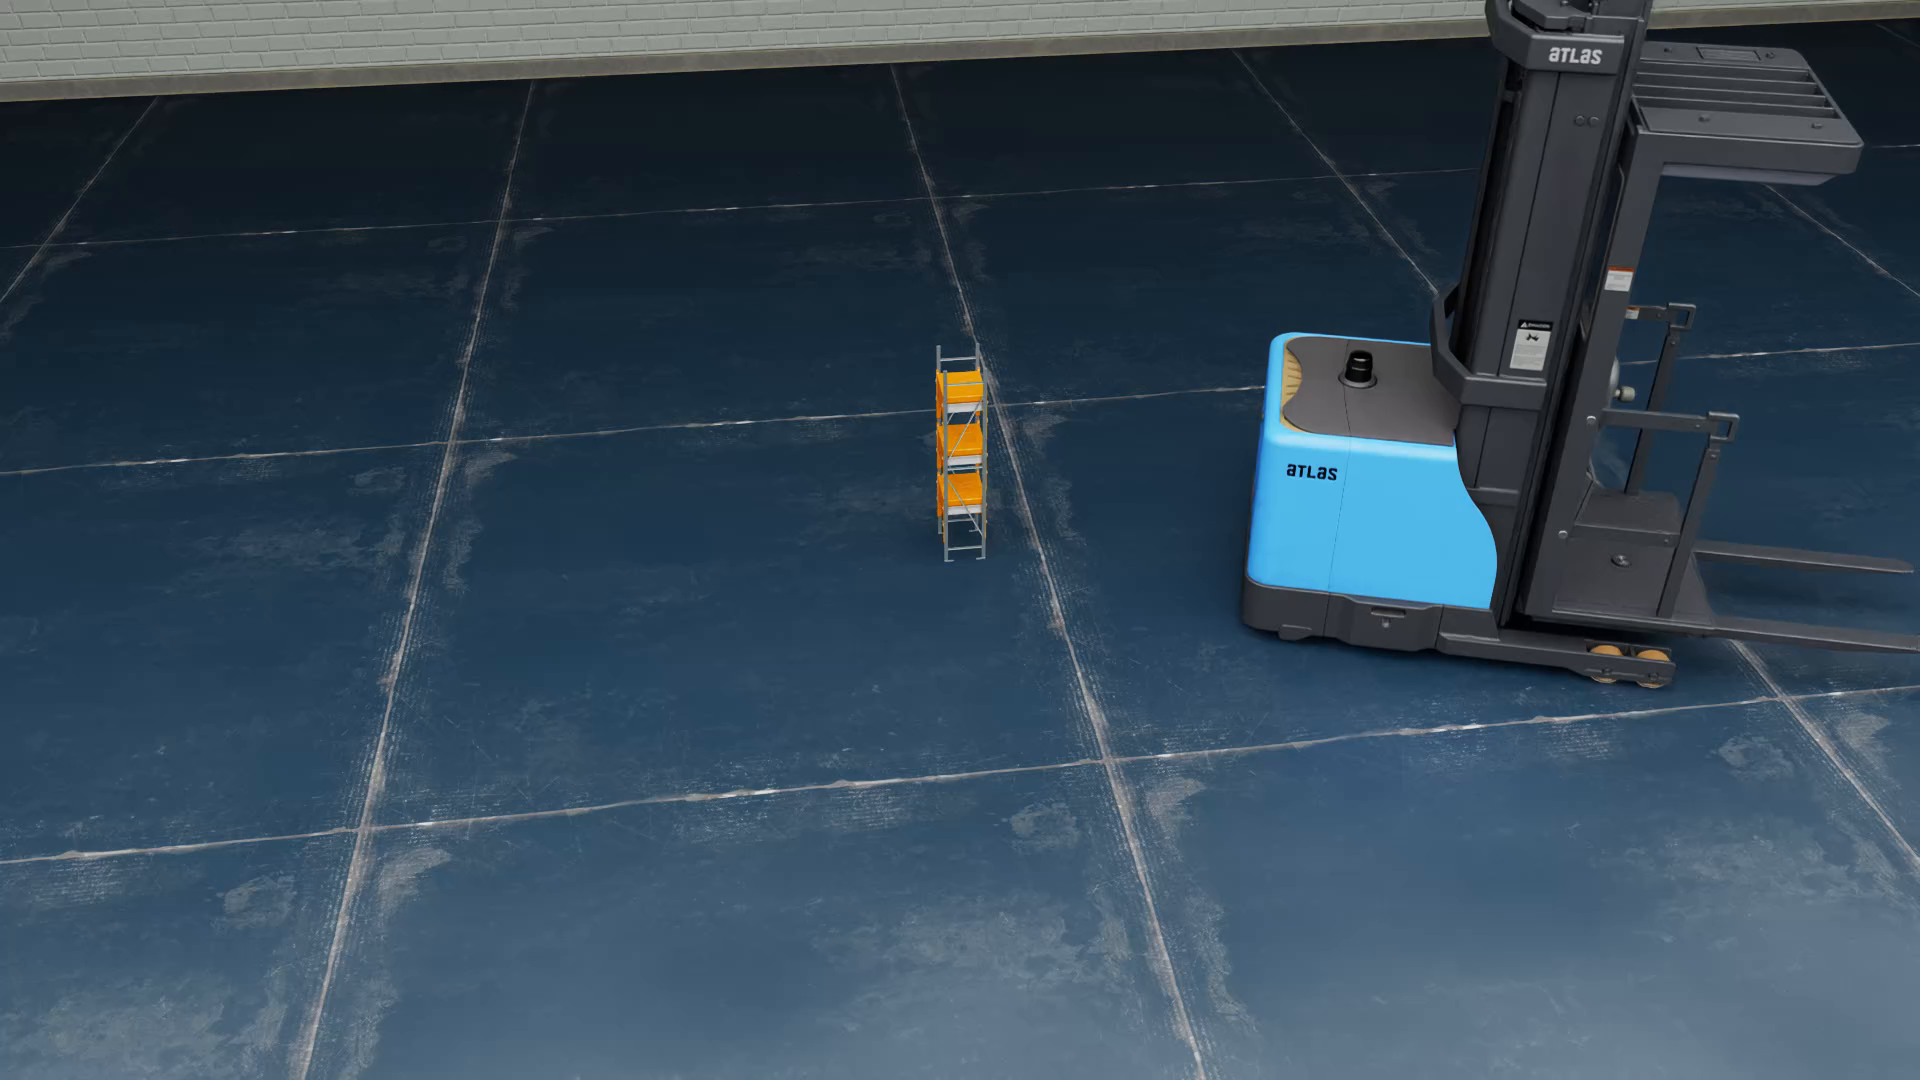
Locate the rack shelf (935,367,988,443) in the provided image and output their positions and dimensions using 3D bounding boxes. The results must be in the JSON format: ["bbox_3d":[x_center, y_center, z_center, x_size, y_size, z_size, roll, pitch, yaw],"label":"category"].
[{"bbox_3d":[0.007,-0.630,7.757,0.215,0.259,0.240,-4,35,-6],"label":"rack shelf"}]

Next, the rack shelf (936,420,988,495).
[{"bbox_3d":[0.007,-0.395,7.916,0.215,0.259,0.240,-4,35,-6],"label":"rack shelf"}]

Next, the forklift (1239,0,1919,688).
[{"bbox_3d":[2.848,-0.888,6.950,3.031,2.935,1.130,6,35,9],"label":"forklift"}]

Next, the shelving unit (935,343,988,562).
[{"bbox_3d":[0.007,-0.404,7.911,0.215,1.050,0.252,-4,35,-6],"label":"shelving unit"}]

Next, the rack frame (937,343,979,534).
[{"bbox_3d":[-0.009,-0.472,8.010,0.200,1.050,0.008,-4,35,-6],"label":"rack frame"}]

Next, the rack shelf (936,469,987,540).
[{"bbox_3d":[0.007,-0.166,8.073,0.215,0.259,0.240,-4,35,-6],"label":"rack shelf"}]

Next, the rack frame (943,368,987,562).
[{"bbox_3d":[0.024,-0.336,7.811,0.200,1.050,0.008,-4,35,-6],"label":"rack frame"}]
